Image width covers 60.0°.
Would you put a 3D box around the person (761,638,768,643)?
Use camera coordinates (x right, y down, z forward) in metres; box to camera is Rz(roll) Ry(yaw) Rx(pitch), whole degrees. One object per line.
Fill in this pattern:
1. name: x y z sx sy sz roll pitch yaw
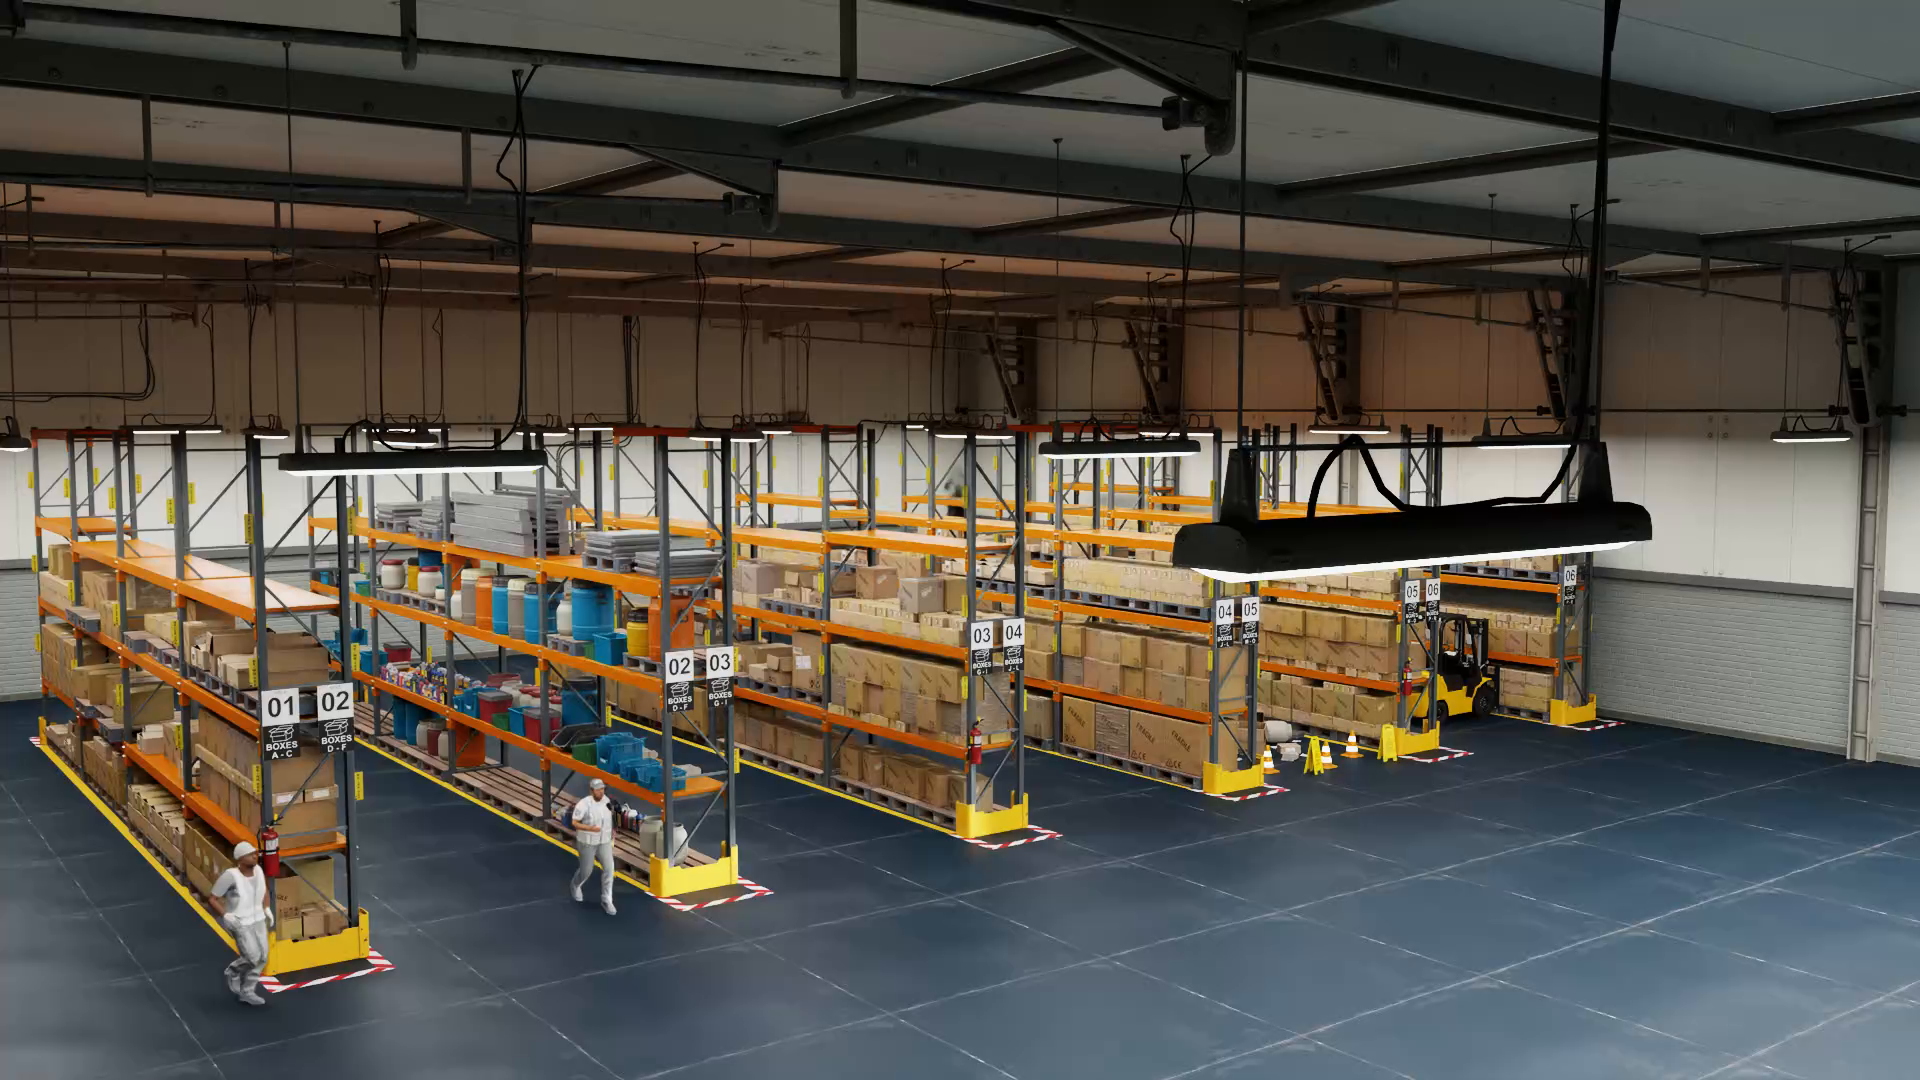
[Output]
1. person: -4.045 2.827 34.039 0.576 1.676 0.899 -4 6 -41

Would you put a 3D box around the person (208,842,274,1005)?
1. person: -7.592 4.078 17.703 0.539 1.744 0.714 2 5 25

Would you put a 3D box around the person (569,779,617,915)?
1. person: -4.640 3.848 21.121 0.636 1.674 0.921 -4 6 -39
